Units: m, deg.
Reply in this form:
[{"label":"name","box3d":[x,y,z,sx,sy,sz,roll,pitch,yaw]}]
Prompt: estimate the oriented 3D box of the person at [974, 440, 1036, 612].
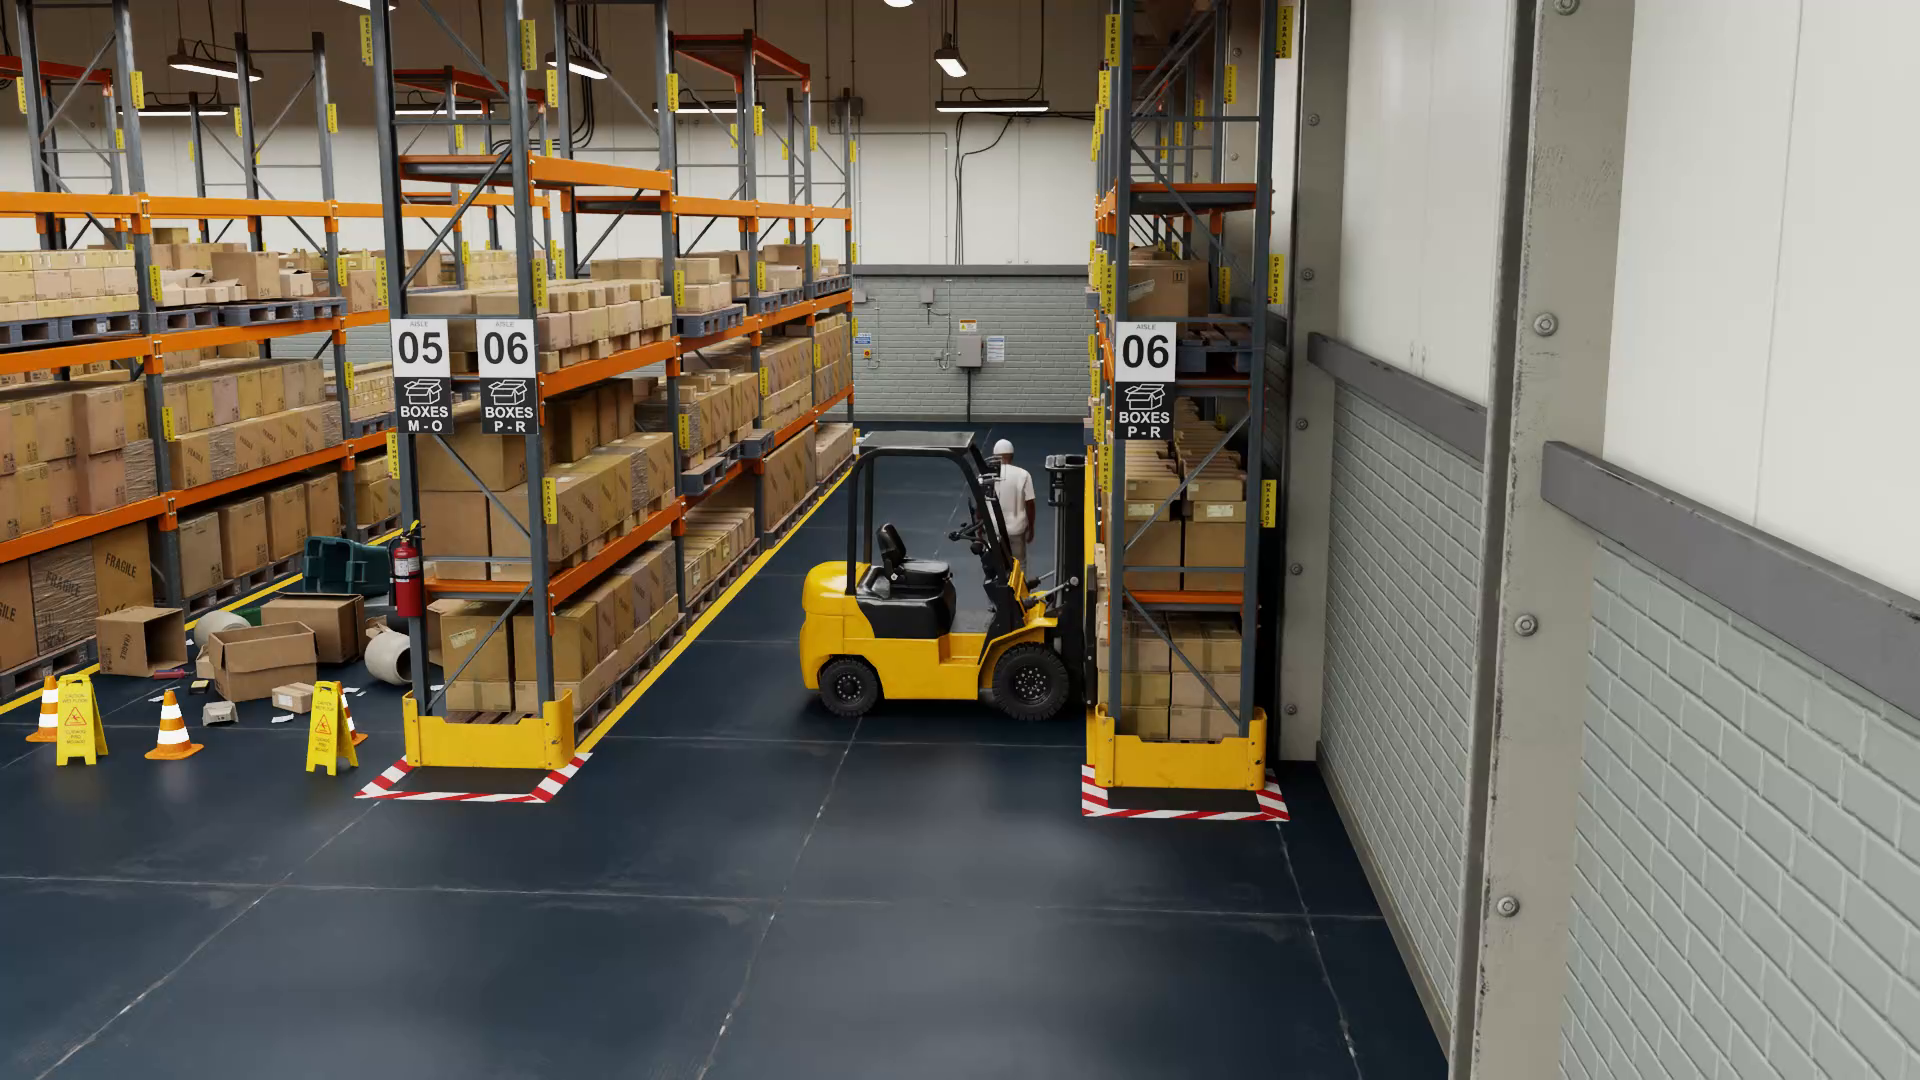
[{"label":"person","box3d":[0.446,-0.114,16.479,0.604,1.762,0.446,0,11,2]}]
